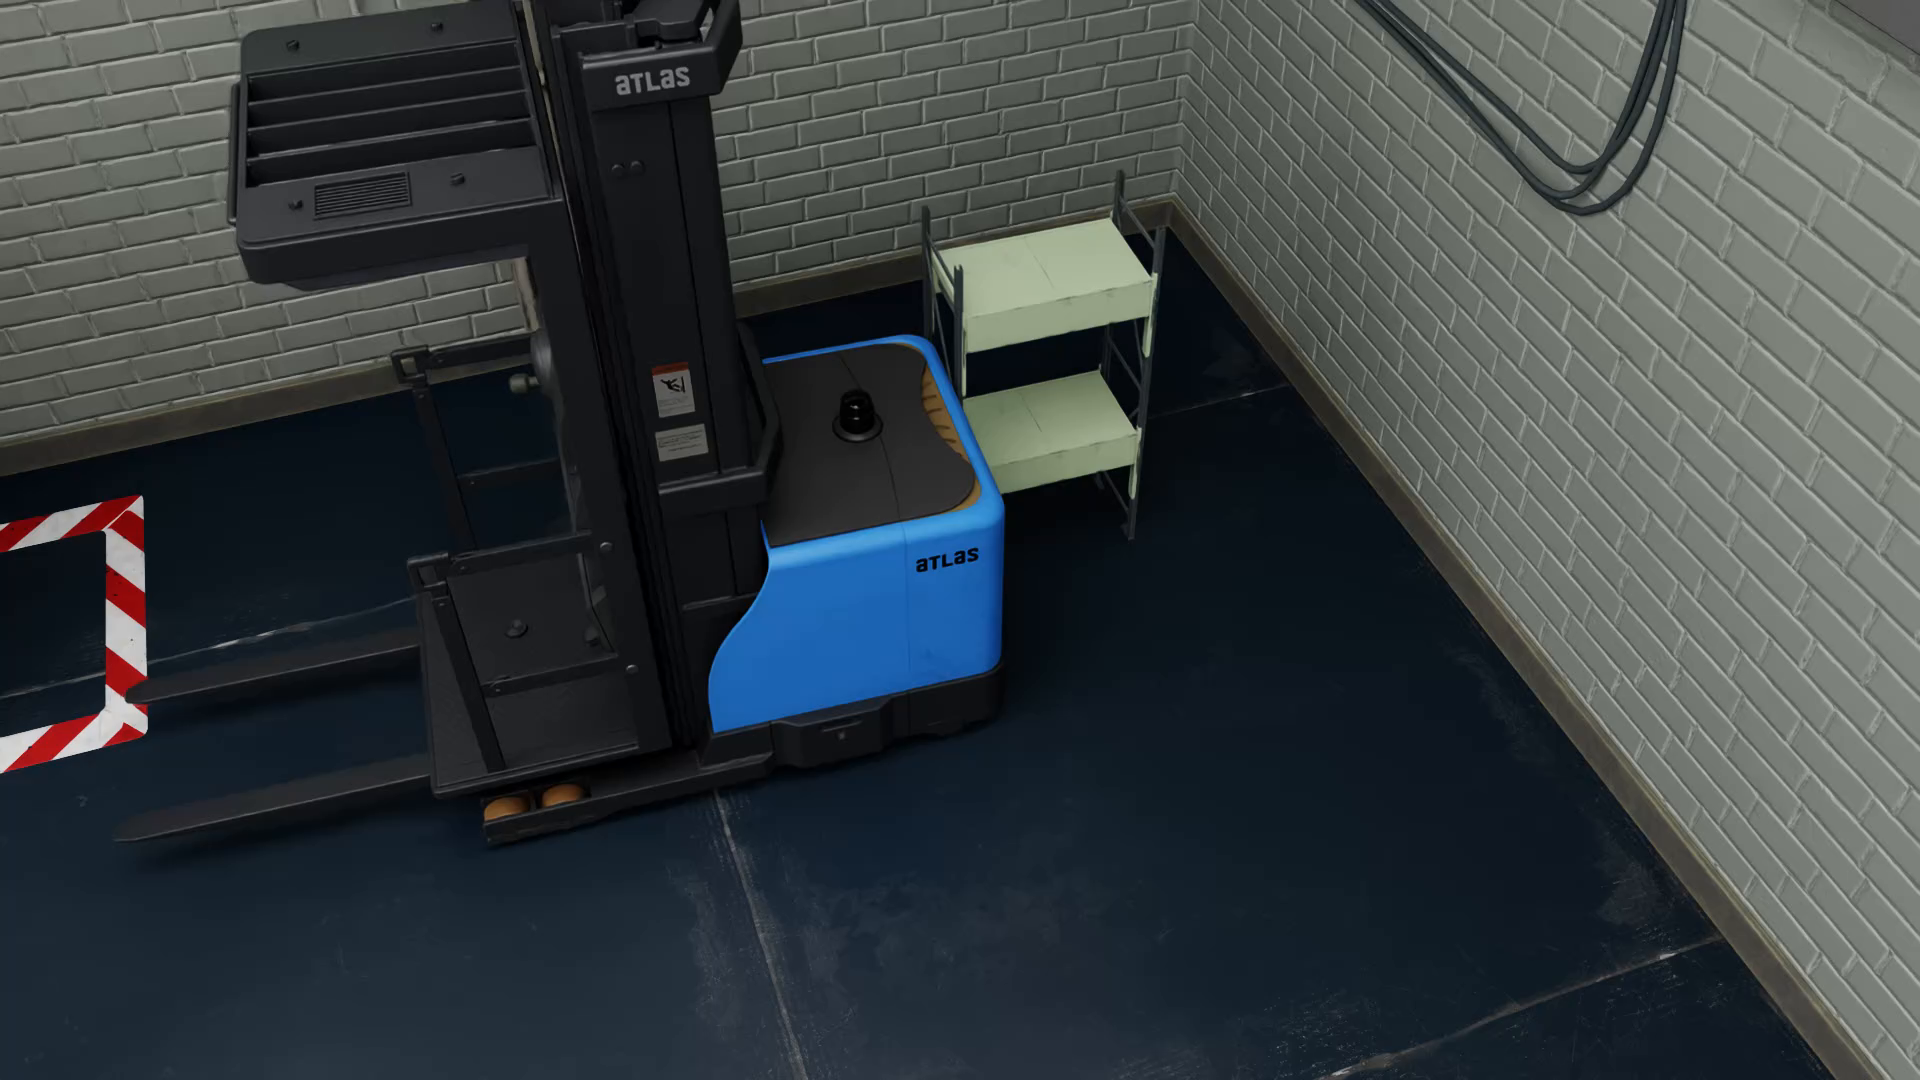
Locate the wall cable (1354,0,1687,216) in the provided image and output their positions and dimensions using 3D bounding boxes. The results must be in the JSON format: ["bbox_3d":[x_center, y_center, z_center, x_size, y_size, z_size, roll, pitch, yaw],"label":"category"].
[{"bbox_3d":[1.484,-2.753,5.332,0.112,2.526,3.097,-14,47,-14],"label":"wall cable"}]

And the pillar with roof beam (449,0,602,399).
[{"bbox_3d":[-0.249,-1.084,1.477,0.400,9.000,9.100,-14,47,-14],"label":"pillar with roof beam"}]

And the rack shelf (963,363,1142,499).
[{"bbox_3d":[0.286,-0.352,6.502,0.720,0.370,0.431,-13,47,-13],"label":"rack shelf"}]

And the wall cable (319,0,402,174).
[{"bbox_3d":[-3.074,-1.906,5.814,1.851,1.984,0.084,-14,47,-14],"label":"wall cable"}]

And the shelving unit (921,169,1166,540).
[{"bbox_3d":[0.286,-0.582,6.271,0.755,1.500,0.431,-13,47,-13],"label":"shelving unit"}]

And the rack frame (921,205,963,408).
[{"bbox_3d":[-0.061,-0.500,6.190,0.023,1.500,0.400,-13,47,-13],"label":"rack frame"}]

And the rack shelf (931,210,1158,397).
[{"bbox_3d":[0.286,-0.858,5.995,0.720,0.370,0.431,-13,47,-13],"label":"rack shelf"}]

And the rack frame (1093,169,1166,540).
[{"bbox_3d":[0.633,-0.664,6.353,0.023,1.500,0.400,-13,47,-13],"label":"rack frame"}]

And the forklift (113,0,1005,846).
[{"bbox_3d":[-1.415,-0.416,5.095,3.031,2.935,1.130,-12,46,-11],"label":"forklift"}]
